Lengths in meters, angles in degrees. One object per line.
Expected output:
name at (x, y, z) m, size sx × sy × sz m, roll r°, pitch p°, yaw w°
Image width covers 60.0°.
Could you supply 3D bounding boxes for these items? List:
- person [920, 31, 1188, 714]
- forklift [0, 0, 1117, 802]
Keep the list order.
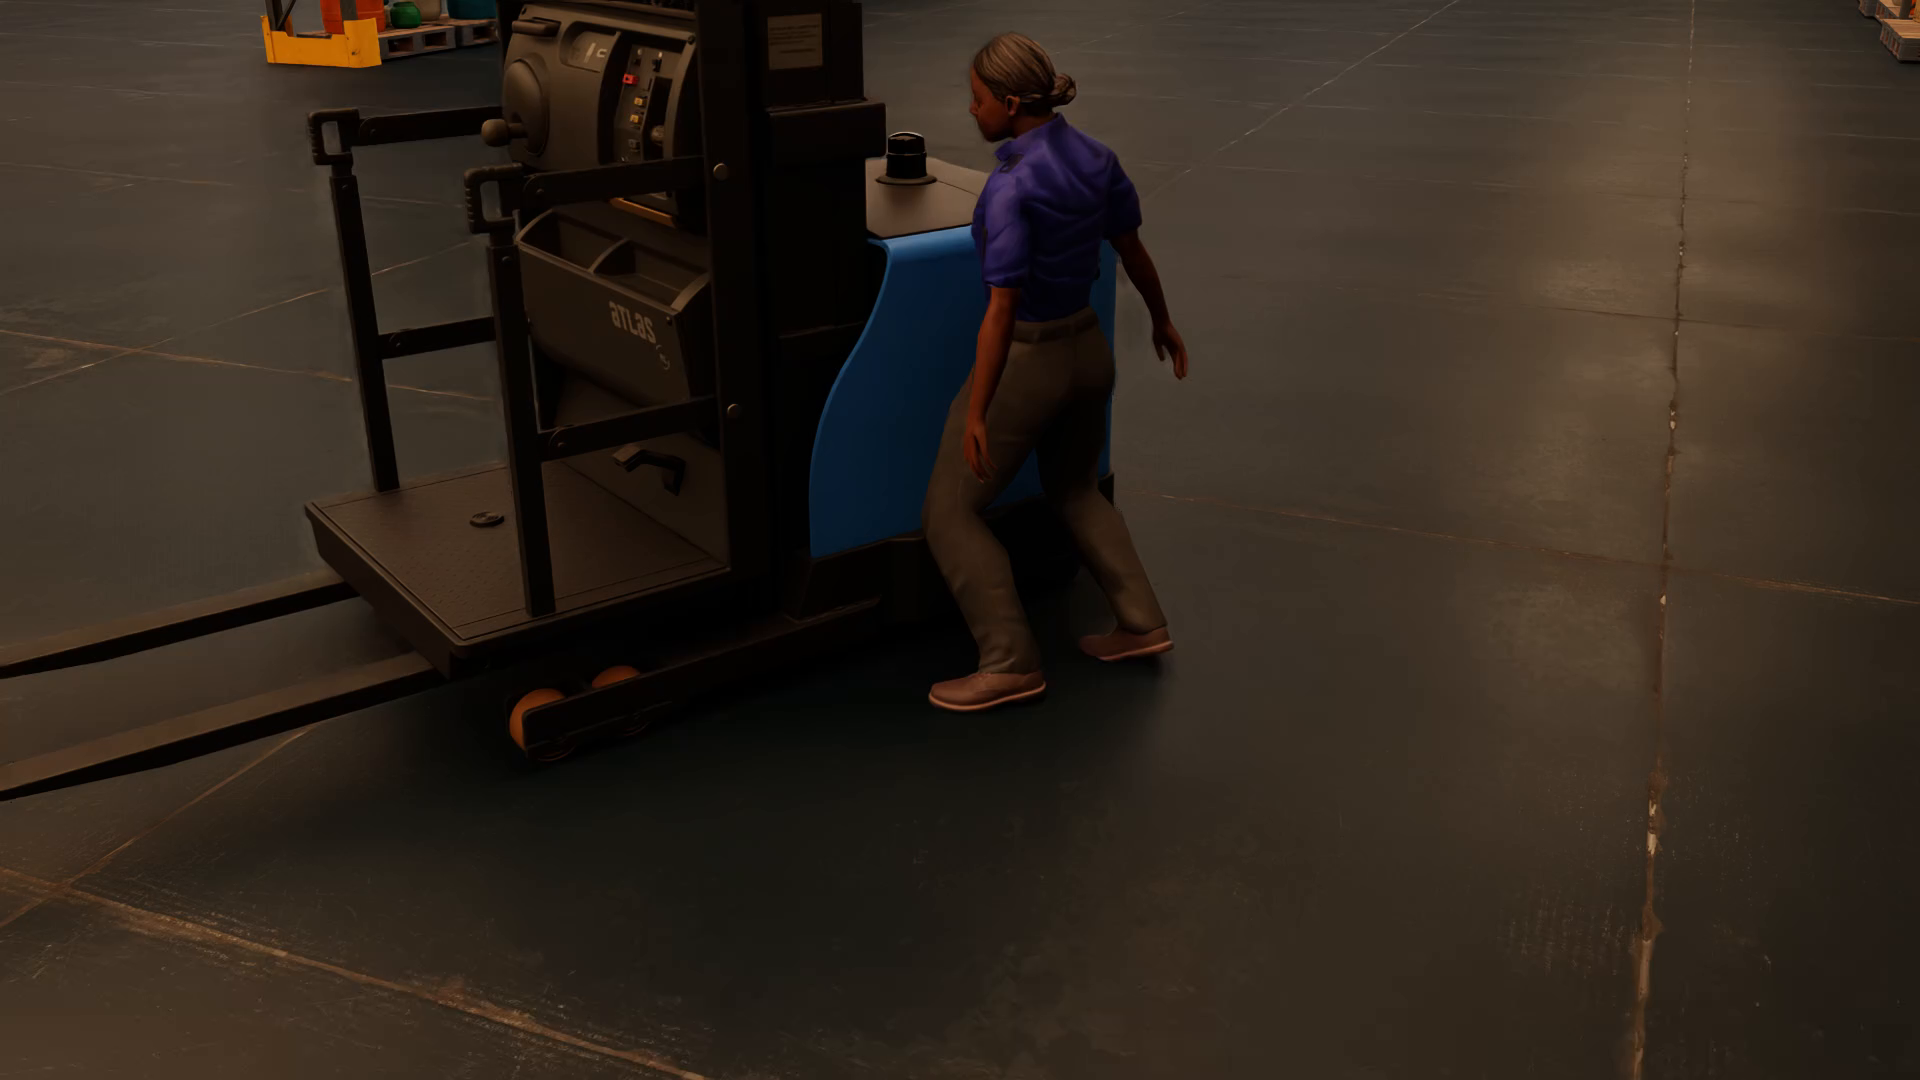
person at (0.267, -0.395, 4.032) m, size 0.472 × 1.614 × 0.818 m, roll 20°, pitch 30°, yaw 39°
forklift at (-1.037, -1.068, 3.848) m, size 3.031 × 2.935 × 1.130 m, roll -16°, pitch 28°, yaw -34°
